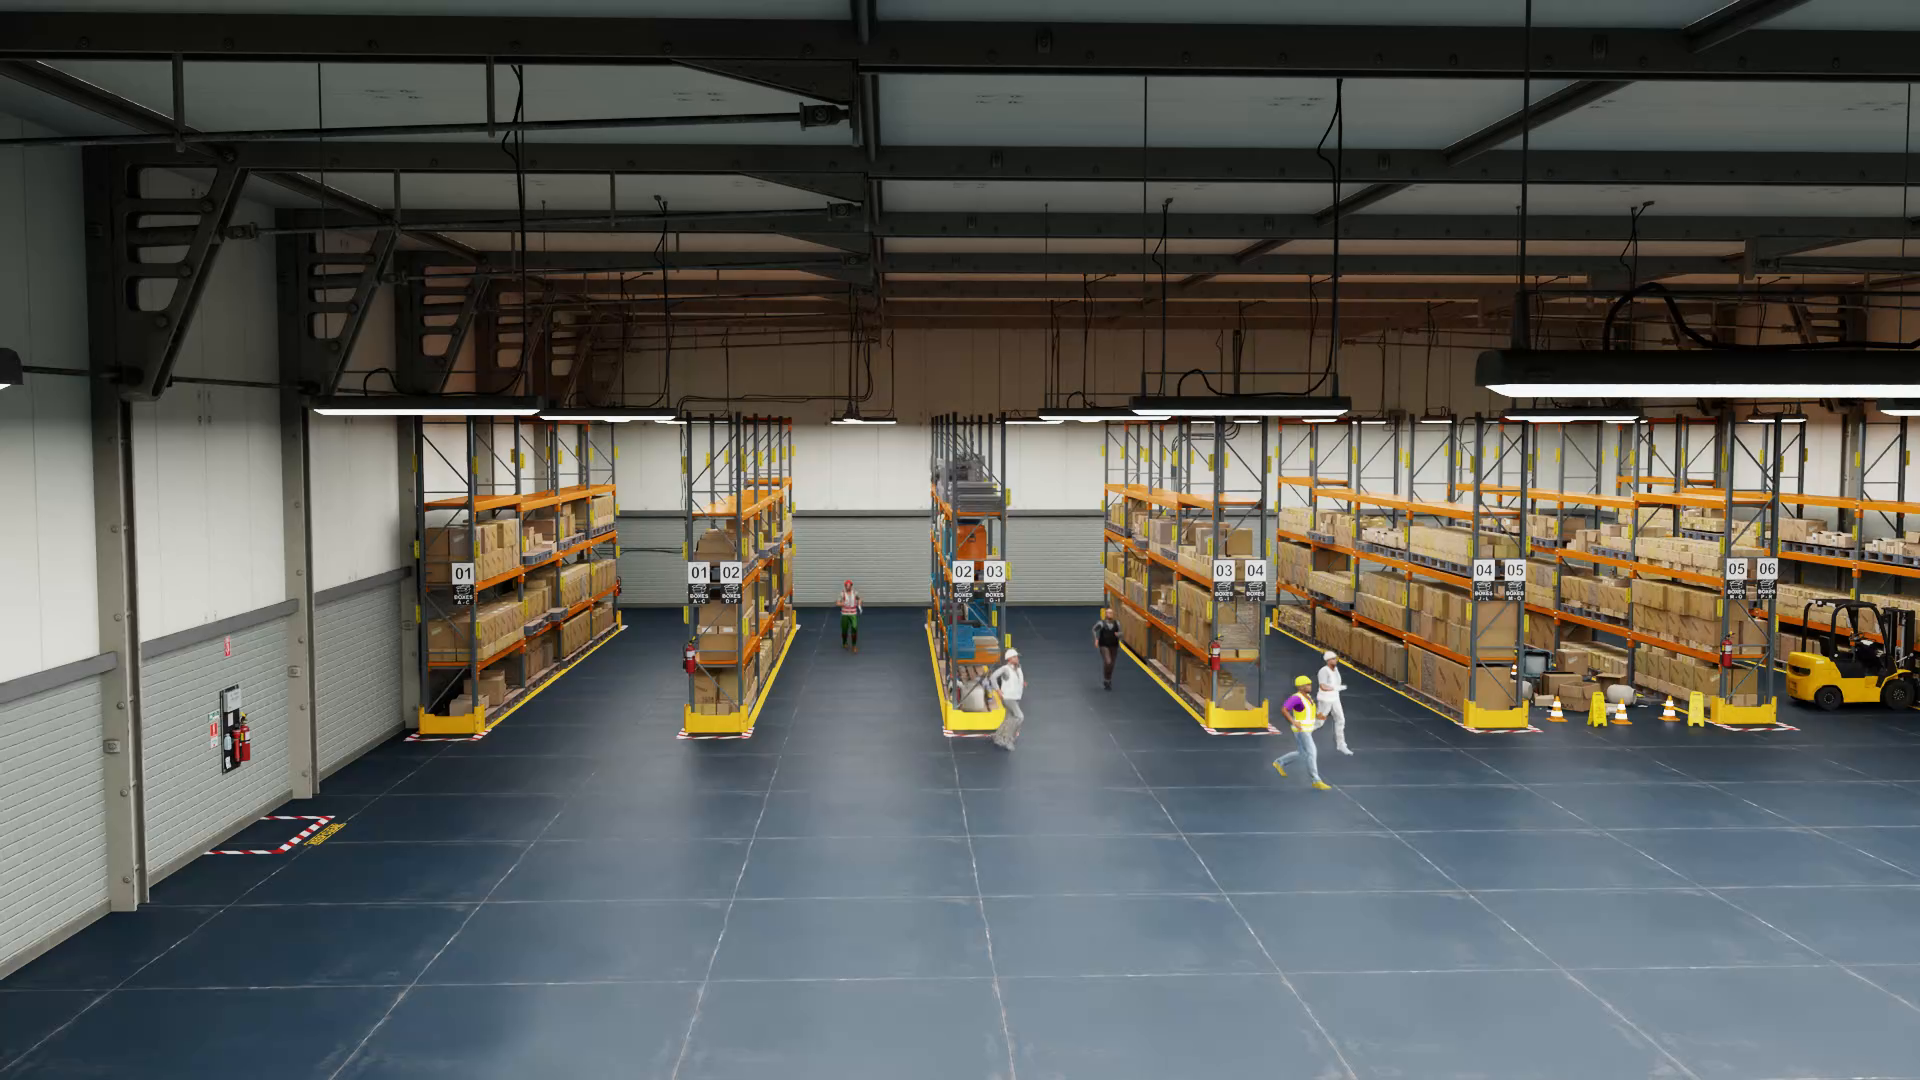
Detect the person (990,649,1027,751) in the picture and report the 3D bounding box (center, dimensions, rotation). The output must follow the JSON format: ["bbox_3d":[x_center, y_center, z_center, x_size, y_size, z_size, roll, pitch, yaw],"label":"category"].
[{"bbox_3d":[0.895,2.836,29.600,0.686,1.797,0.651,2,5,31],"label":"person"}]

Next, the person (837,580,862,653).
[{"bbox_3d":[-2.826,1.935,42.419,0.661,1.841,0.799,-1,4,-9],"label":"person"}]

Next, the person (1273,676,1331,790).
[{"bbox_3d":[5.433,3.039,26.435,0.968,1.773,0.700,2,4,27],"label":"person"}]

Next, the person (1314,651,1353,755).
[{"bbox_3d":[6.429,2.837,29.224,0.988,1.807,0.694,3,5,39],"label":"person"}]

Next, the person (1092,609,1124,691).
[{"bbox_3d":[3.255,2.431,36.376,0.625,1.698,0.767,-1,4,-17],"label":"person"}]
